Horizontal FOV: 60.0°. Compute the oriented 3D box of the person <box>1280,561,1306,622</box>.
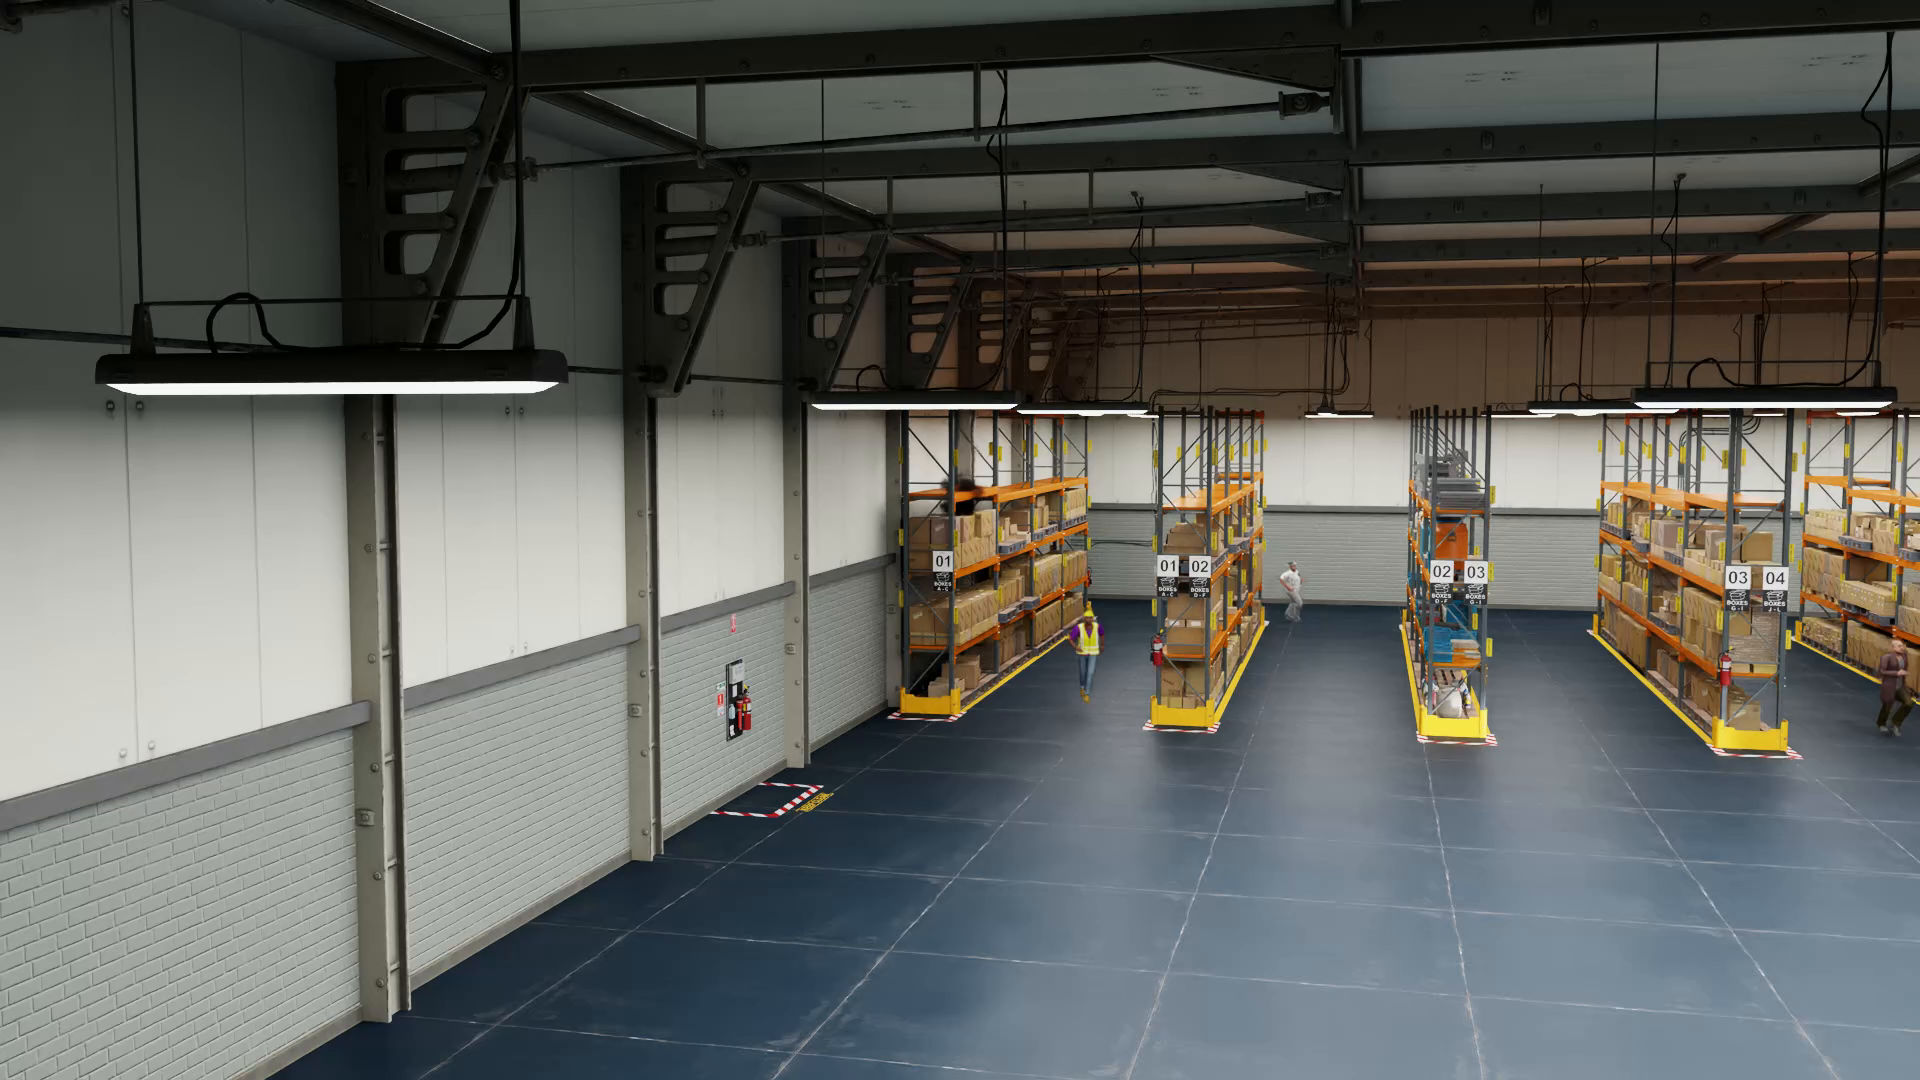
[{"bbox_3d":[9.463,1.479,47.257,0.731,1.808,0.670,3,5,34],"label":"person"}]

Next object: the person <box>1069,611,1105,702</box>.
[{"bbox_3d":[2.493,2.250,32.554,0.726,1.765,0.896,0,4,-2],"label":"person"}]

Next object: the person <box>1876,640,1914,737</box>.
[{"bbox_3d":[16.925,2.678,30.108,0.753,1.767,0.883,-1,4,-8],"label":"person"}]

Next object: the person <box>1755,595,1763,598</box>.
[{"bbox_3d":[20.351,1.867,42.568,0.689,1.599,0.964,2,5,27],"label":"person"}]
